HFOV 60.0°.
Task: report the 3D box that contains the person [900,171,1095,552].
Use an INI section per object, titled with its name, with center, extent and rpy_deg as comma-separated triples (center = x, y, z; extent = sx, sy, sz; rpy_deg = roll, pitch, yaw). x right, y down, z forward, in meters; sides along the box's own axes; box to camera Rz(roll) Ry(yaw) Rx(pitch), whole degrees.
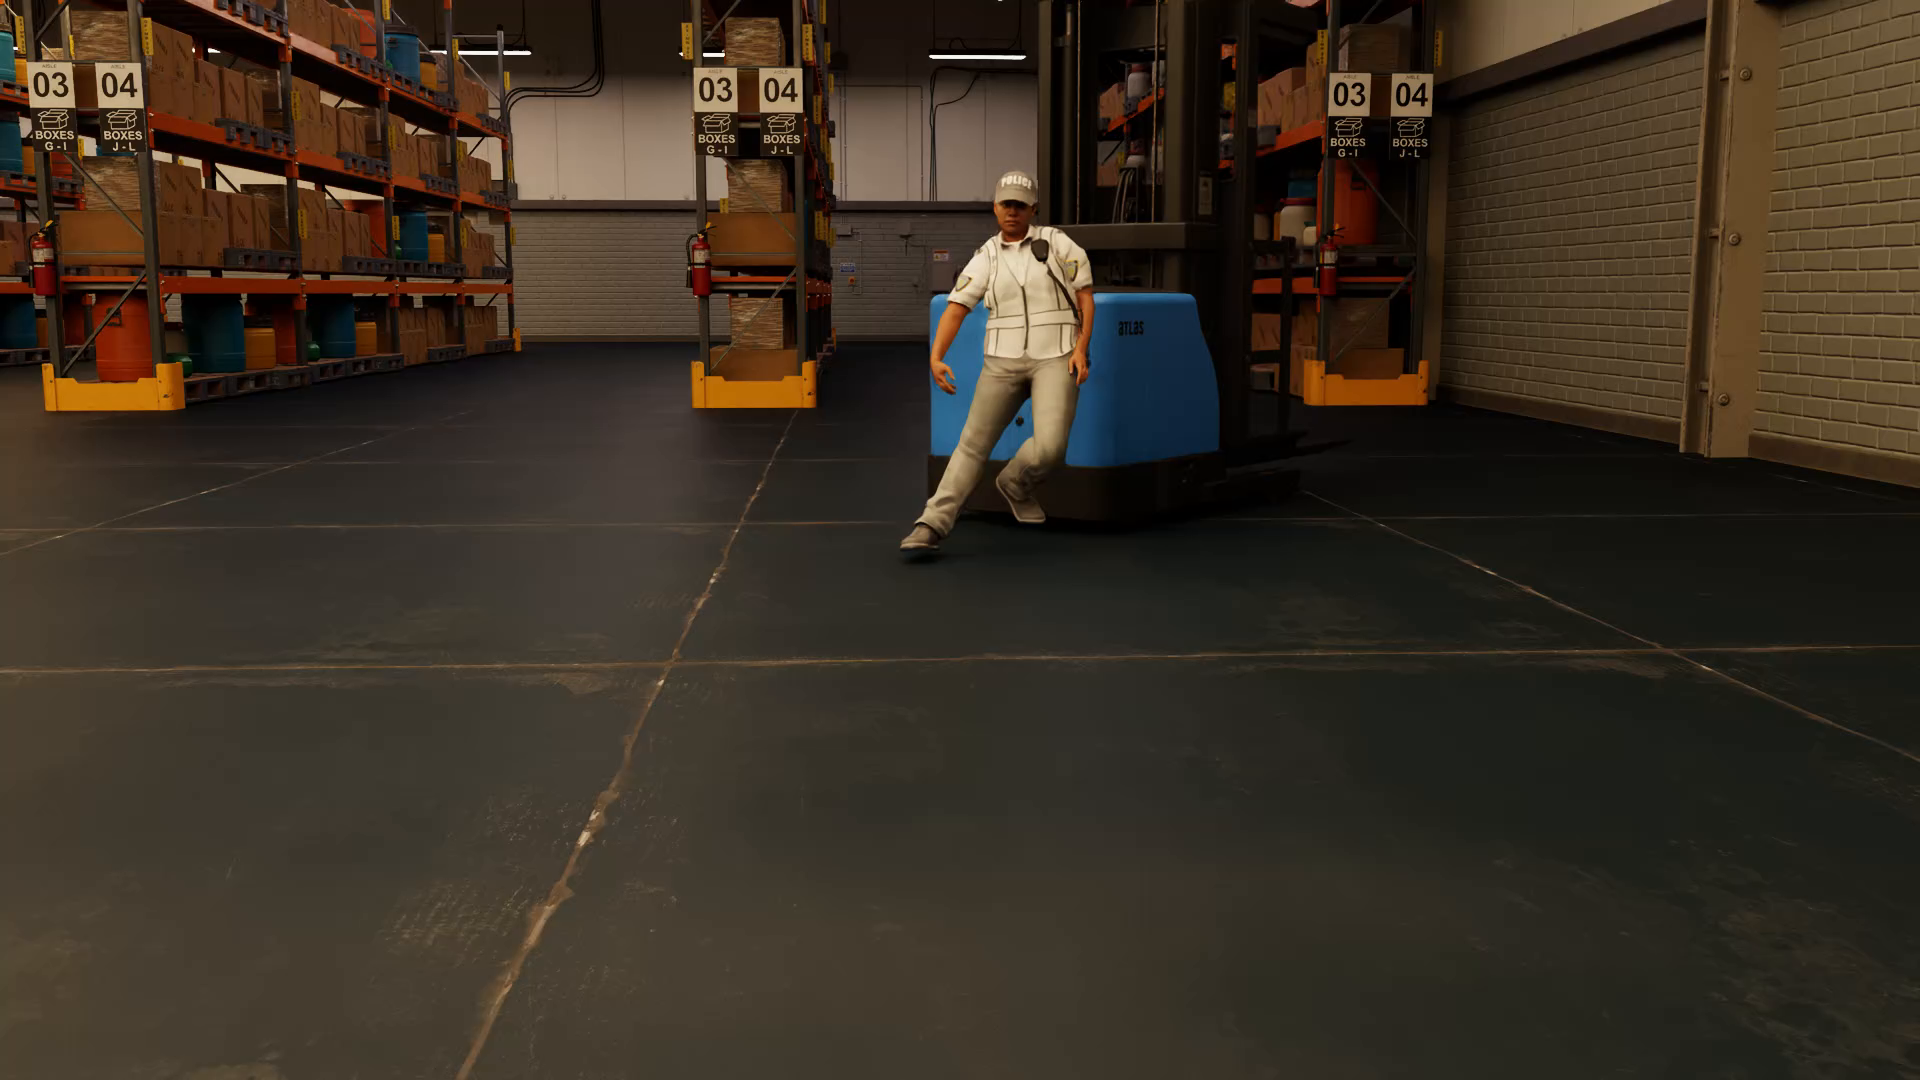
[person]
center = 0.166, -0.719, 6.753
extent = 0.700, 1.554, 0.693
rpy_deg = 2, 9, 15

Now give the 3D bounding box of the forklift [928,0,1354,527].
[forklift]
center = 1.140, -1.679, 8.641
extent = 1.130, 2.935, 3.031
rpy_deg = 6, 11, 37
